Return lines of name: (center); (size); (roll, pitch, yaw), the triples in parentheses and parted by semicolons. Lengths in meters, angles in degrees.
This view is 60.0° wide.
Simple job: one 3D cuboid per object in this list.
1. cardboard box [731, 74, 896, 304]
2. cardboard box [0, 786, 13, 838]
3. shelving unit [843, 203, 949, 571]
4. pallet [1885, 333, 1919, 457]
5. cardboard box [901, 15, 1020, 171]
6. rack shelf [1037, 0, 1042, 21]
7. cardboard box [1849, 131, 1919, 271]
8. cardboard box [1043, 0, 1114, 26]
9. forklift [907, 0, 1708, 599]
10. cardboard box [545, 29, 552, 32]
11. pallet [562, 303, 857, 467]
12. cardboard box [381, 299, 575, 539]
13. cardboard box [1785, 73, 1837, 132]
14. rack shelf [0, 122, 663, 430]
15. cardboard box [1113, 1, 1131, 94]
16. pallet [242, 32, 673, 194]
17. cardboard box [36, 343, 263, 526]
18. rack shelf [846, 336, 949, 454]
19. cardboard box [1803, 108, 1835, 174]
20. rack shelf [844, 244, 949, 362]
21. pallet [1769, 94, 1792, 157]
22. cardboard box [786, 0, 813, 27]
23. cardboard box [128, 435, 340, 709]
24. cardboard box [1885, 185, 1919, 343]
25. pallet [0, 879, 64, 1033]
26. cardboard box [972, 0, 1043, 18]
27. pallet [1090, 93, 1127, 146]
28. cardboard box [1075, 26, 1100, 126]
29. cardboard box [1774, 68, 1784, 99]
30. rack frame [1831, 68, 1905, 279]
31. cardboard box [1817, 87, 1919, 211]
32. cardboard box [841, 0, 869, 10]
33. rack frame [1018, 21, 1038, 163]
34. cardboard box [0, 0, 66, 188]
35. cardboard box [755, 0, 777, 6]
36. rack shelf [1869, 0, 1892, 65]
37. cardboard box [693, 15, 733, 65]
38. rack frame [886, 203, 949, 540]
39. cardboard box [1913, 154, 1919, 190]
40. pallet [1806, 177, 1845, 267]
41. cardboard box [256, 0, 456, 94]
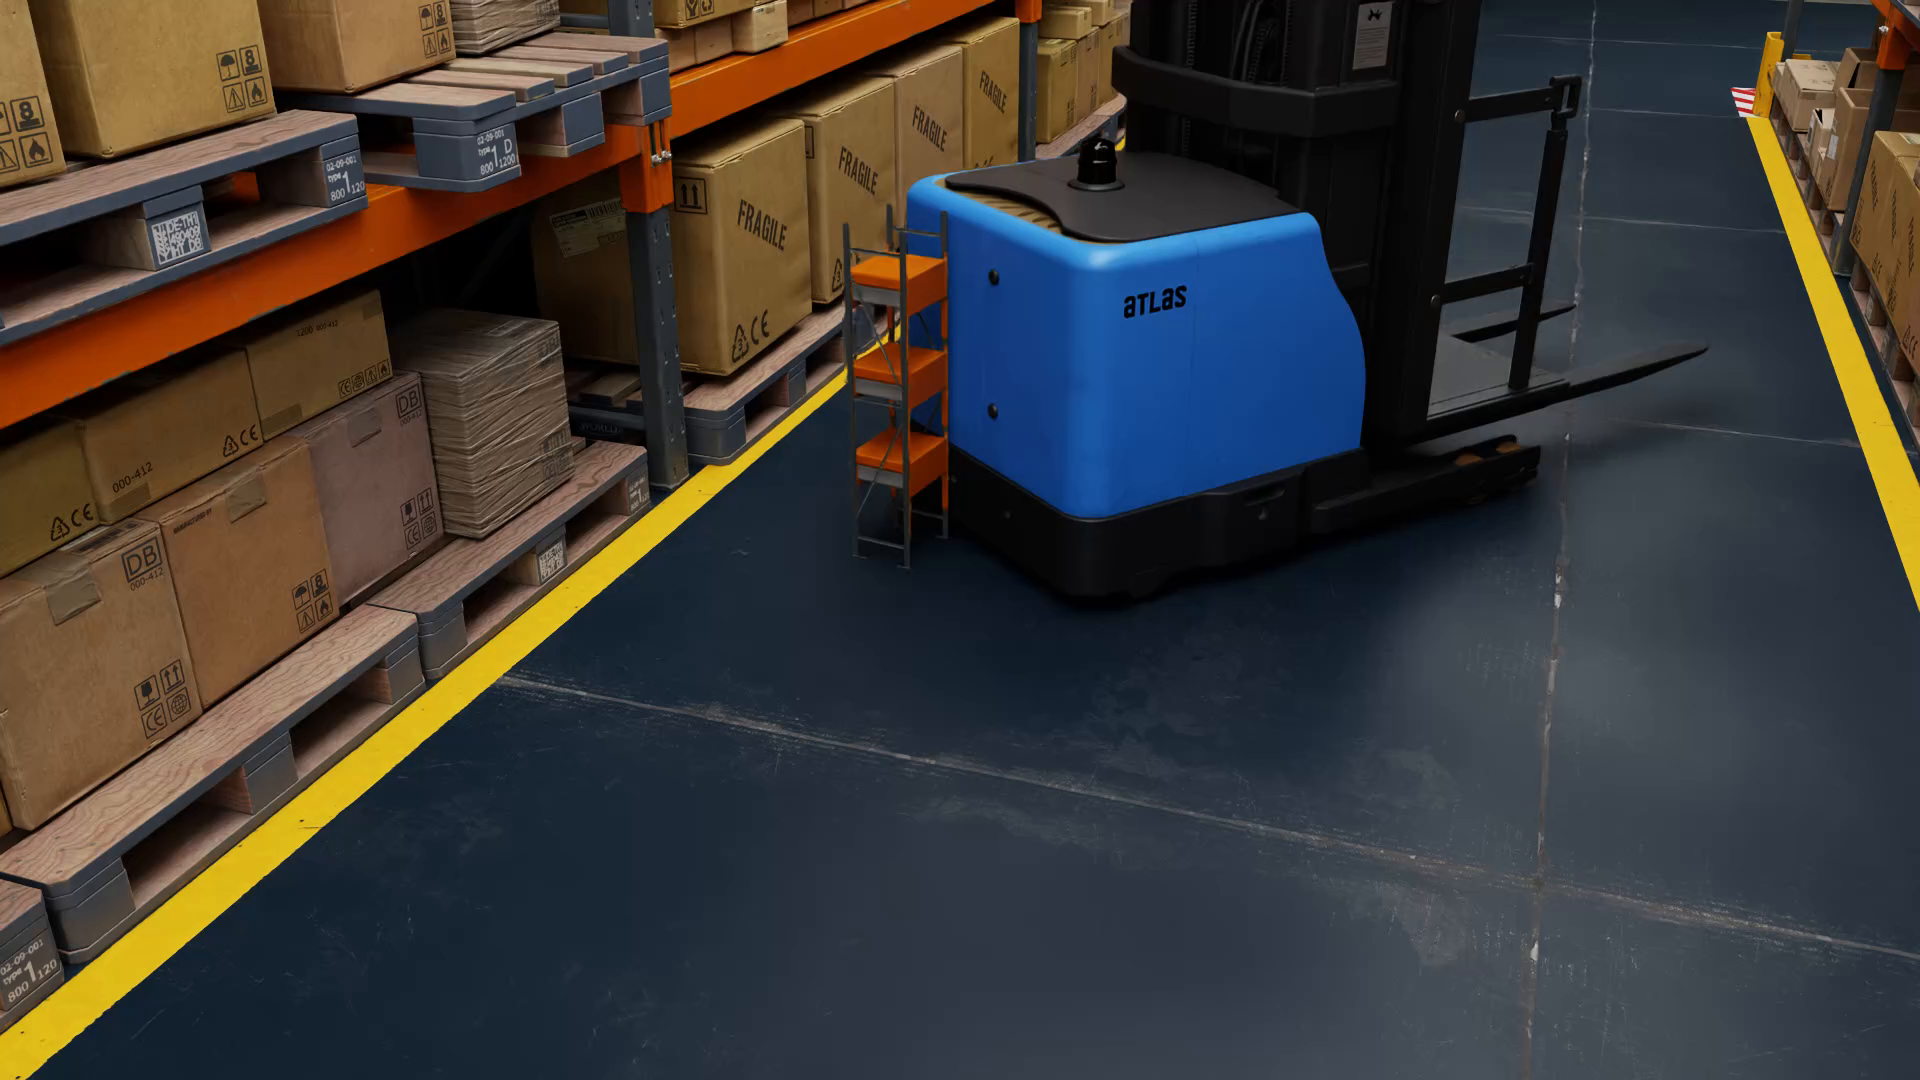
cardboard box: (-0.749, -1.472, 6.833); (0.750, 0.750, 0.750); (9, 27, 17)
cardboard box: (-2.392, 0.438, 3.267); (0.700, 0.500, 0.500); (8, 27, 16)
shelving unit: (-0.183, -0.447, 4.969); (0.215, 1.050, 0.252); (13, 29, 25)
pallet: (3.949, -0.437, 5.911); (1.003, 0.211, 1.213); (9, 27, 17)
cardboard box: (-0.178, -2.187, 8.311); (0.750, 0.750, 0.750); (9, 27, 18)
rack shelf: (0.582, -3.750, 10.379); (1.077, 0.370, 4.000); (9, 27, 17)
cardboard box: (4.198, -1.445, 7.155); (0.500, 0.500, 0.500); (8, 27, 15)
cardboard box: (0.721, -3.229, 10.119); (0.380, 0.149, 0.250); (8, 27, 16)
forklift: (1.345, -1.616, 5.225); (3.031, 2.935, 1.130); (-15, 30, -28)
cardboard box: (-1.548, -1.675, 5.533); (0.380, 0.149, 0.250); (9, 27, 18)
pallet: (-1.081, -0.666, 6.384); (1.003, 0.211, 1.213); (9, 27, 17)
cardboard box: (-1.605, -0.378, 4.952); (0.700, 0.500, 0.500); (9, 27, 18)
cardboard box: (5.139, -2.546, 9.717); (0.500, 0.250, 0.500); (9, 27, 17)
rack shelf: (-2.080, -0.463, 3.589); (1.077, 0.370, 4.000); (9, 27, 17)
cardboard box: (0.775, -3.245, 10.897); (0.700, 0.500, 0.500); (8, 27, 16)
pallet: (-1.552, -1.214, 4.535); (1.213, 0.211, 1.003); (9, 27, 17)
cardboard box: (-2.021, -0.278, 3.885); (0.500, 0.250, 0.500); (9, 27, 17)
rack shelf: (-0.183, -0.438, 4.974); (0.215, 0.259, 0.240); (13, 29, 25)
cardboard box: (4.760, -2.107, 8.739); (0.500, 0.311, 0.500); (9, 27, 17)
rack shelf: (-0.183, -0.693, 4.850); (0.215, 0.259, 0.240); (13, 29, 25)
pallet: (5.630, -2.565, 10.305); (1.003, 0.211, 1.213); (9, 27, 17)
cardboard box: (-0.781, -2.034, 6.275); (0.380, 0.149, 0.250); (9, 27, 19)
cardboard box: (-2.025, 0.025, 4.119); (0.700, 0.500, 0.500); (9, 27, 17)
cardboard box: (3.858, -1.020, 6.277); (0.500, 0.500, 0.500); (9, 27, 18)
pallet: (-2.488, 0.970, 3.003); (1.003, 0.211, 1.213); (9, 27, 17)
cardboard box: (0.287, -3.195, 10.048); (0.380, 0.149, 0.250); (8, 27, 16)
pallet: (0.647, -2.801, 10.793); (1.003, 0.211, 1.213); (9, 27, 17)
cardboard box: (0.432, -2.814, 10.007); (0.700, 0.500, 0.500); (8, 27, 17)
cardboard box: (5.373, -2.877, 10.496); (0.380, 0.166, 0.250); (9, 27, 17)
rack frame: (4.589, -2.535, 7.044); (1.000, 3.000, 0.127); (9, 27, 17)
cardboard box: (4.511, -1.883, 8.061); (0.500, 0.500, 0.500); (9, 27, 17)
cardboard box: (-0.587, -2.238, 6.695); (0.380, 0.149, 0.250); (9, 27, 18)
rack frame: (-0.084, -3.252, 8.525); (1.000, 3.000, 0.127); (9, 27, 17)
cardboard box: (-2.162, -0.915, 3.079); (0.700, 0.500, 0.500); (13, 29, 24)
cardboard box: (-0.829, -2.172, 5.816); (0.500, 0.500, 0.500); (10, 27, 19)
rack shelf: (5.254, -3.033, 8.898); (1.077, 0.370, 4.000); (9, 27, 17)
cardboard box: (-0.995, -1.708, 5.601); (0.380, 0.149, 0.250); (9, 27, 18)
rack frame: (-0.126, -0.494, 5.066); (0.200, 1.050, 0.008); (13, 29, 25)
cardboard box: (3.865, -1.371, 6.143); (0.500, 0.250, 0.500); (9, 27, 18)
pallet: (4.818, -1.562, 8.234); (1.003, 0.211, 1.213); (9, 27, 17)
cardboard box: (-1.722, -1.423, 4.127); (0.700, 0.500, 0.500); (6, 27, 13)
